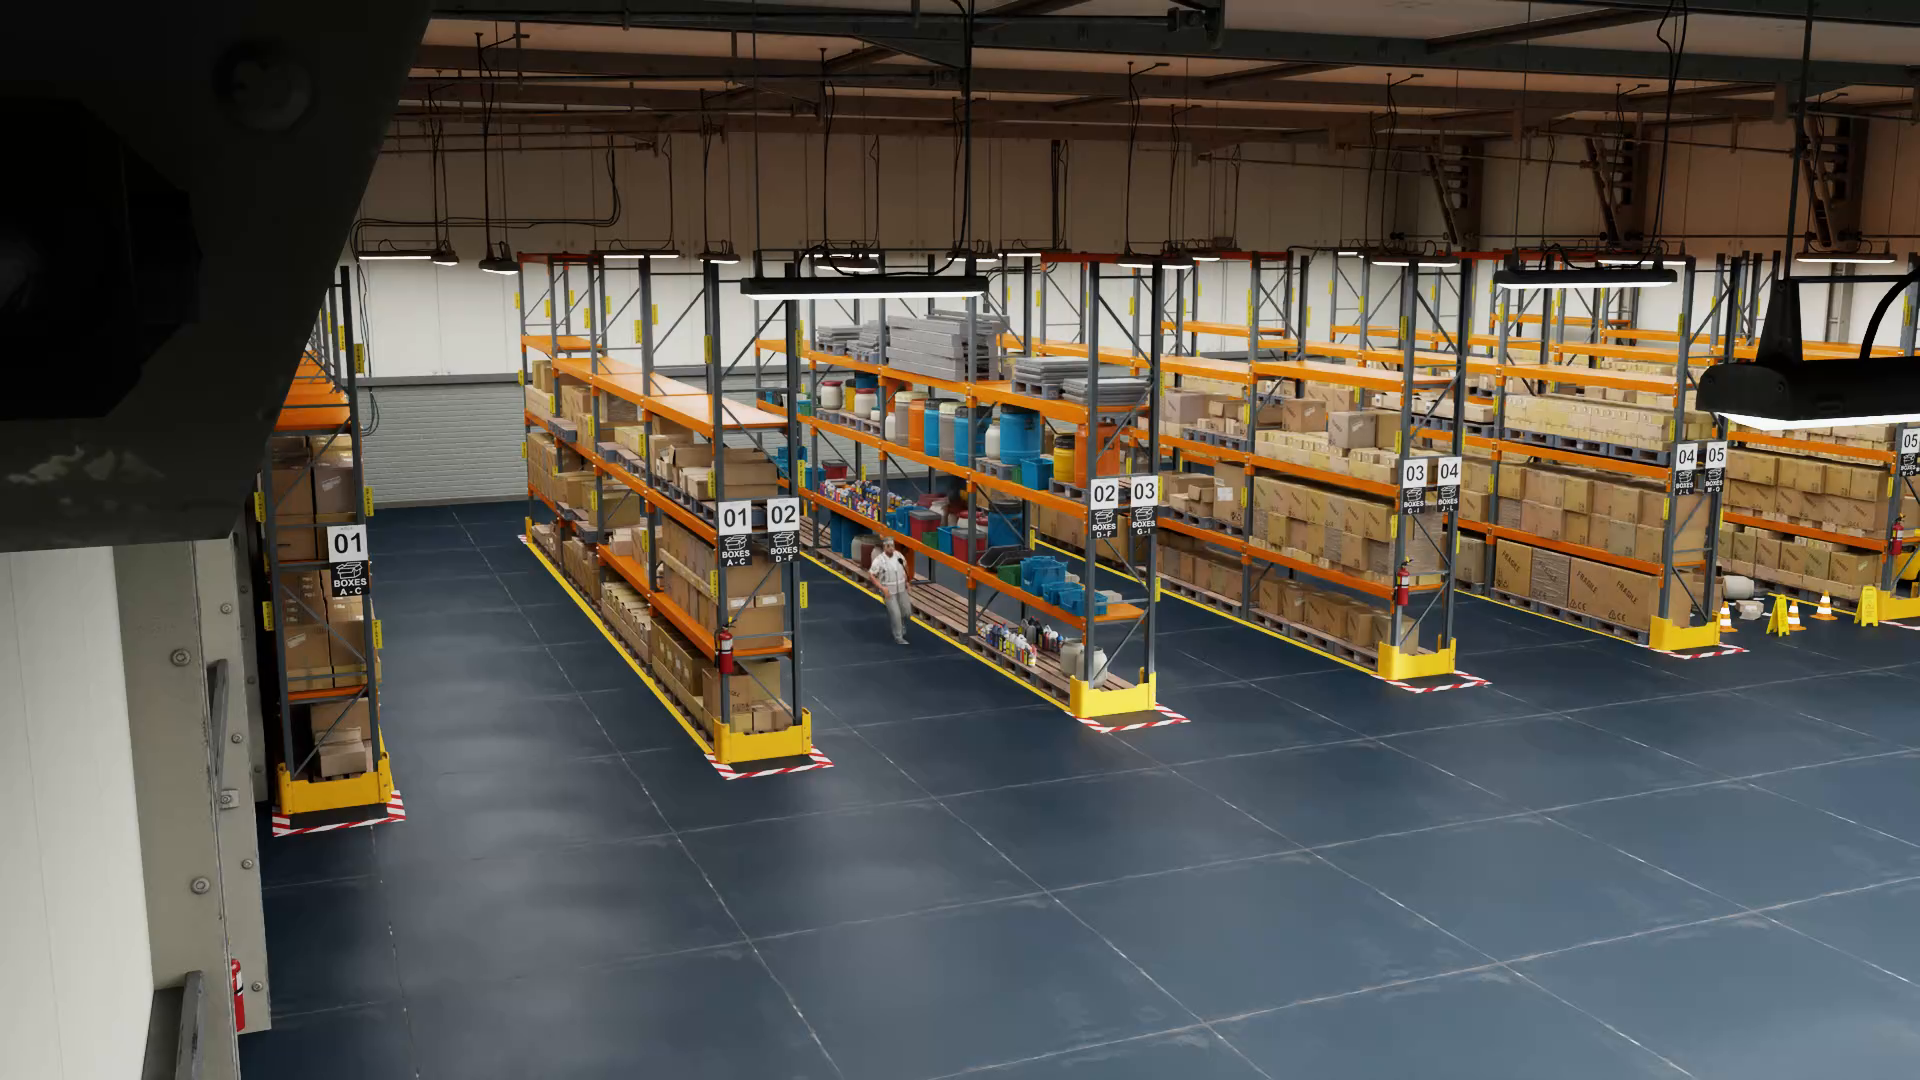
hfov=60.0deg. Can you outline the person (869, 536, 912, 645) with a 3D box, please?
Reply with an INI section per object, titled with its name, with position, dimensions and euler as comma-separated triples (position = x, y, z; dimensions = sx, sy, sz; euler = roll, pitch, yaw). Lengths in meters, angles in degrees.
[person]
position = -1.101, 0.771, 26.041
dimensions = 0.713, 1.728, 0.554
euler = -5, 11, -25
